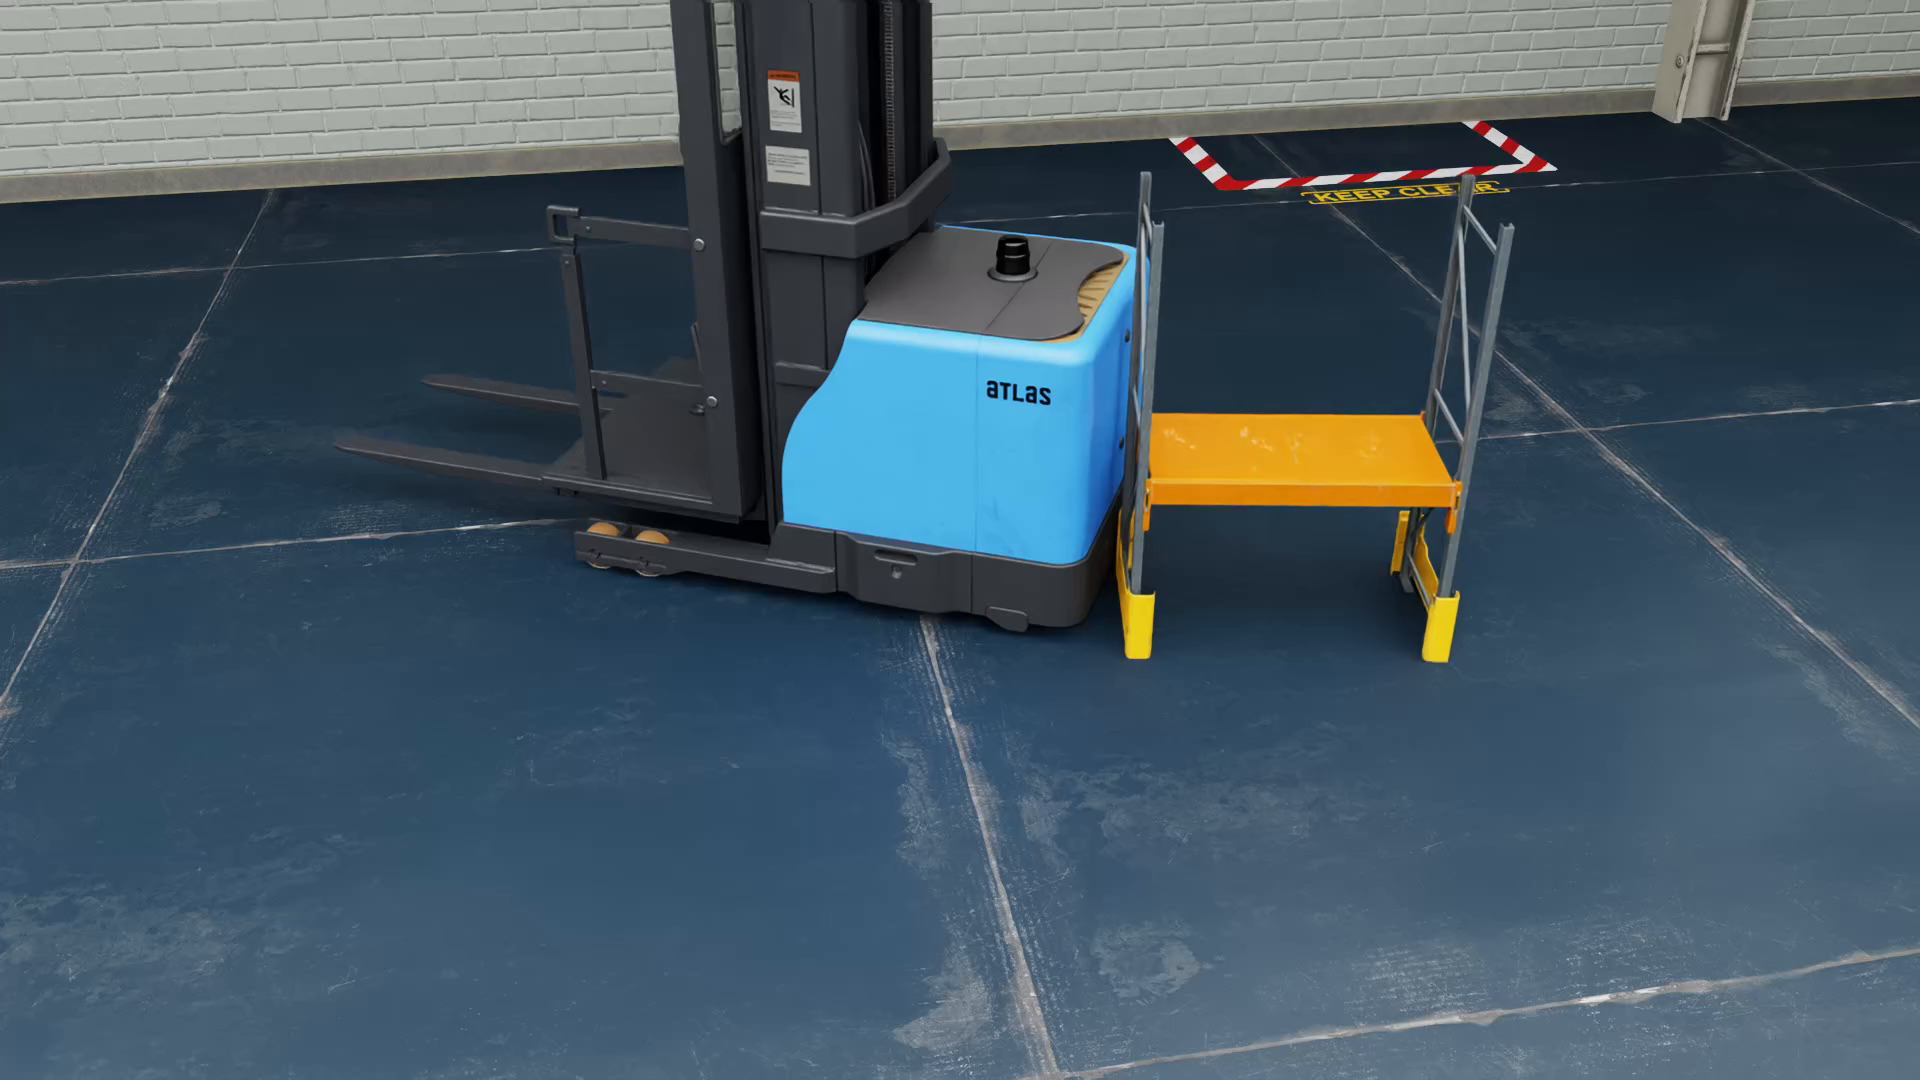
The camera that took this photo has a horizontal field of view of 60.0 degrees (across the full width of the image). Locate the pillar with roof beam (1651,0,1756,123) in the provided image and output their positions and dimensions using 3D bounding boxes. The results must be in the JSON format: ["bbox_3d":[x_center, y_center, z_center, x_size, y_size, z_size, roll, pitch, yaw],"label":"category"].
[{"bbox_3d":[5.620,-4.561,5.128,0.400,9.000,9.100,-5,31,-9],"label":"pillar with roof beam"}]

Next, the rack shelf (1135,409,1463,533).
[{"bbox_3d":[1.093,-0.236,5.526,1.000,0.185,0.538,0,30,1],"label":"rack shelf"}]

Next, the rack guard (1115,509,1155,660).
[{"bbox_3d":[0.604,0.144,5.759,0.087,0.250,0.587,0,30,1],"label":"rack guard"}]

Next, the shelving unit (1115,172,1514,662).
[{"bbox_3d":[1.102,-0.391,5.435,1.083,1.500,0.587,0,30,1],"label":"shelving unit"}]

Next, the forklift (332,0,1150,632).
[{"bbox_3d":[-0.889,-1.374,5.694,3.031,2.935,1.130,9,32,15],"label":"forklift"}]

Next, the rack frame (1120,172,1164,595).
[{"bbox_3d":[0.584,-0.395,5.442,0.032,1.500,0.500,0,30,1],"label":"rack frame"}]

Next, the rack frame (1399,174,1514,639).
[{"bbox_3d":[1.601,-0.386,5.427,0.032,1.500,0.500,0,30,1],"label":"rack frame"}]

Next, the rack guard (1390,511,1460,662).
[{"bbox_3d":[1.600,0.152,5.744,0.087,0.250,0.587,0,30,1],"label":"rack guard"}]
